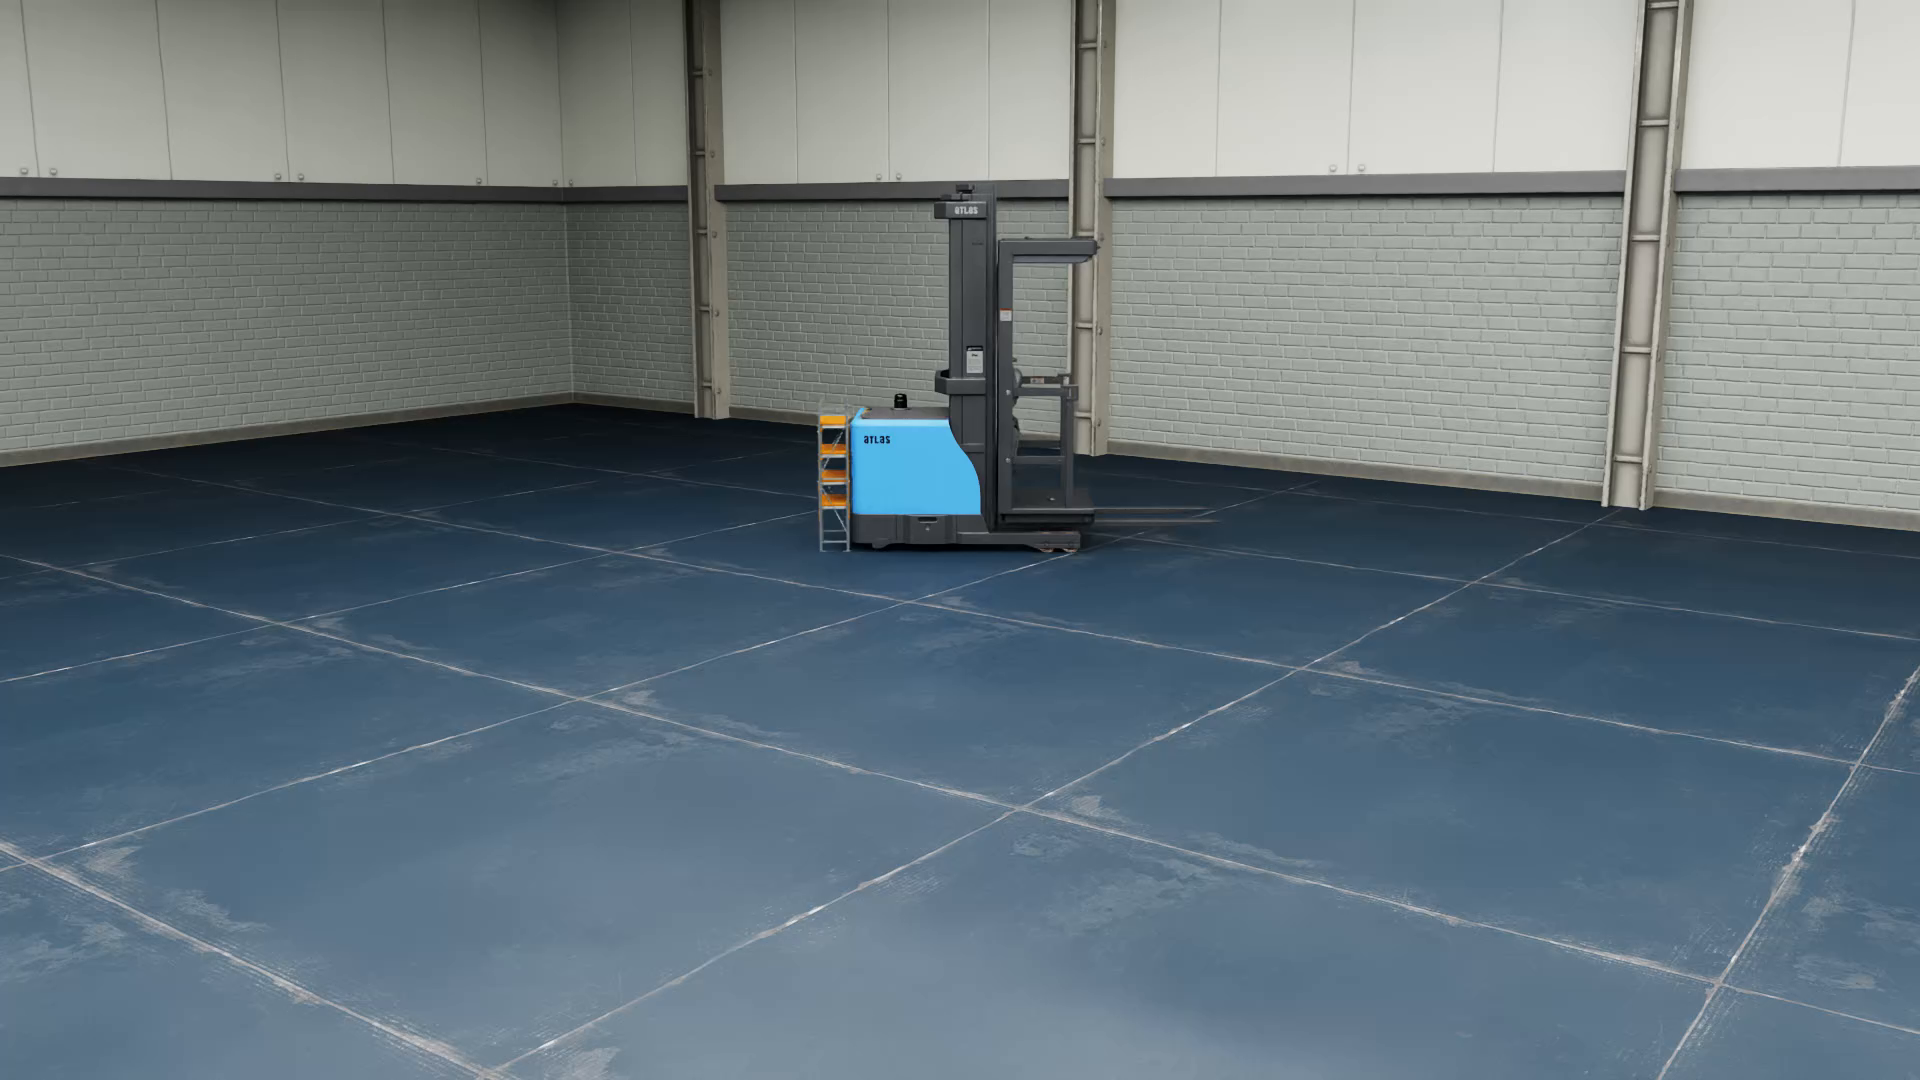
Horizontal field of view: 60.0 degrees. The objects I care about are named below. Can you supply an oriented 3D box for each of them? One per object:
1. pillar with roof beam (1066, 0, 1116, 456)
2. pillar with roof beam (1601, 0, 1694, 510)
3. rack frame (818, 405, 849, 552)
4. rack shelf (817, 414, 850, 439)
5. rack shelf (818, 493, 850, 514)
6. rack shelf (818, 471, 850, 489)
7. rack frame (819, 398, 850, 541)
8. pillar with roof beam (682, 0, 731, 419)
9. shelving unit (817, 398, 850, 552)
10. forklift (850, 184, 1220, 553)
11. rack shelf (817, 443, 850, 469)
[{"bbox_3d":[-1.084,-4.757,14.925,0.400,9.000,9.100,8,13,36],"label":"pillar with roof beam"},{"bbox_3d":[3.752,-4.082,11.438,0.400,9.000,9.100,8,13,36],"label":"pillar with roof beam"},{"bbox_3d":[-1.019,-0.493,13.417,0.240,1.200,0.015,-1,11,-3],"label":"rack frame"},{"bbox_3d":[-1.032,-0.925,13.582,0.258,0.148,0.480,-1,11,-3],"label":"rack shelf"},{"bbox_3d":[-1.034,-0.278,13.707,0.258,0.148,0.480,-1,11,-3],"label":"rack shelf"},{"bbox_3d":[-1.034,-0.473,13.669,0.258,0.148,0.480,-1,11,-3],"label":"rack shelf"},{"bbox_3d":[-1.048,-0.586,13.895,0.240,1.200,0.015,-1,11,-3],"label":"rack frame"},{"bbox_3d":[-5.920,-5.431,18.411,0.400,9.000,9.100,8,13,36],"label":"pillar with roof beam"},{"bbox_3d":[-1.033,-0.539,13.656,0.258,1.200,0.503,-1,11,-3],"label":"shelving unit"},{"bbox_3d":[0.624,-1.438,13.745,3.031,2.935,1.130,0,11,1],"label":"forklift"},{"bbox_3d":[-1.033,-0.693,13.627,0.258,0.148,0.480,-1,11,-3],"label":"rack shelf"}]
